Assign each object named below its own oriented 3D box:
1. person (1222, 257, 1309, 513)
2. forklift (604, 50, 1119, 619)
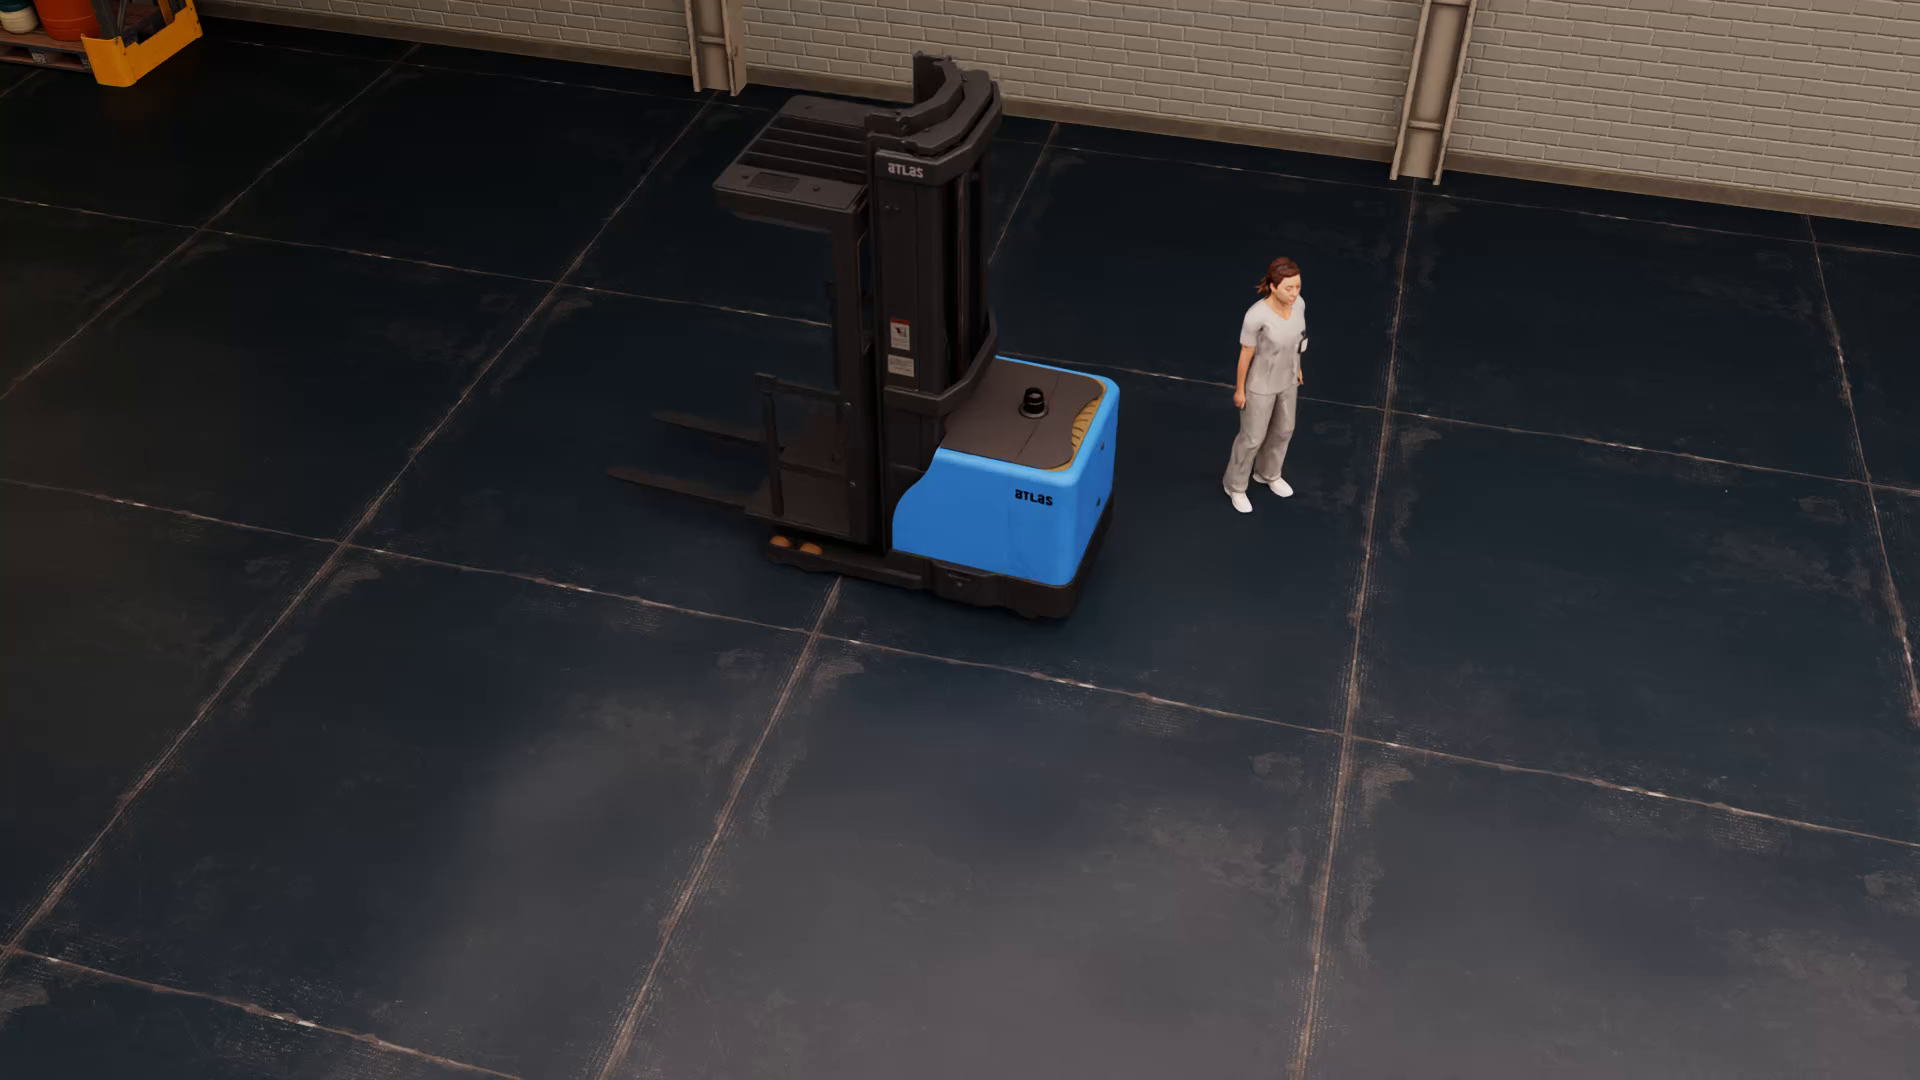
[{"bbox_3d":[1.847,-0.923,9.898,0.494,1.634,0.366,-23,46,-24],"label":"person"},{"bbox_3d":[-0.649,-1.233,9.268,3.031,2.935,1.130,13,43,14],"label":"forklift"}]
